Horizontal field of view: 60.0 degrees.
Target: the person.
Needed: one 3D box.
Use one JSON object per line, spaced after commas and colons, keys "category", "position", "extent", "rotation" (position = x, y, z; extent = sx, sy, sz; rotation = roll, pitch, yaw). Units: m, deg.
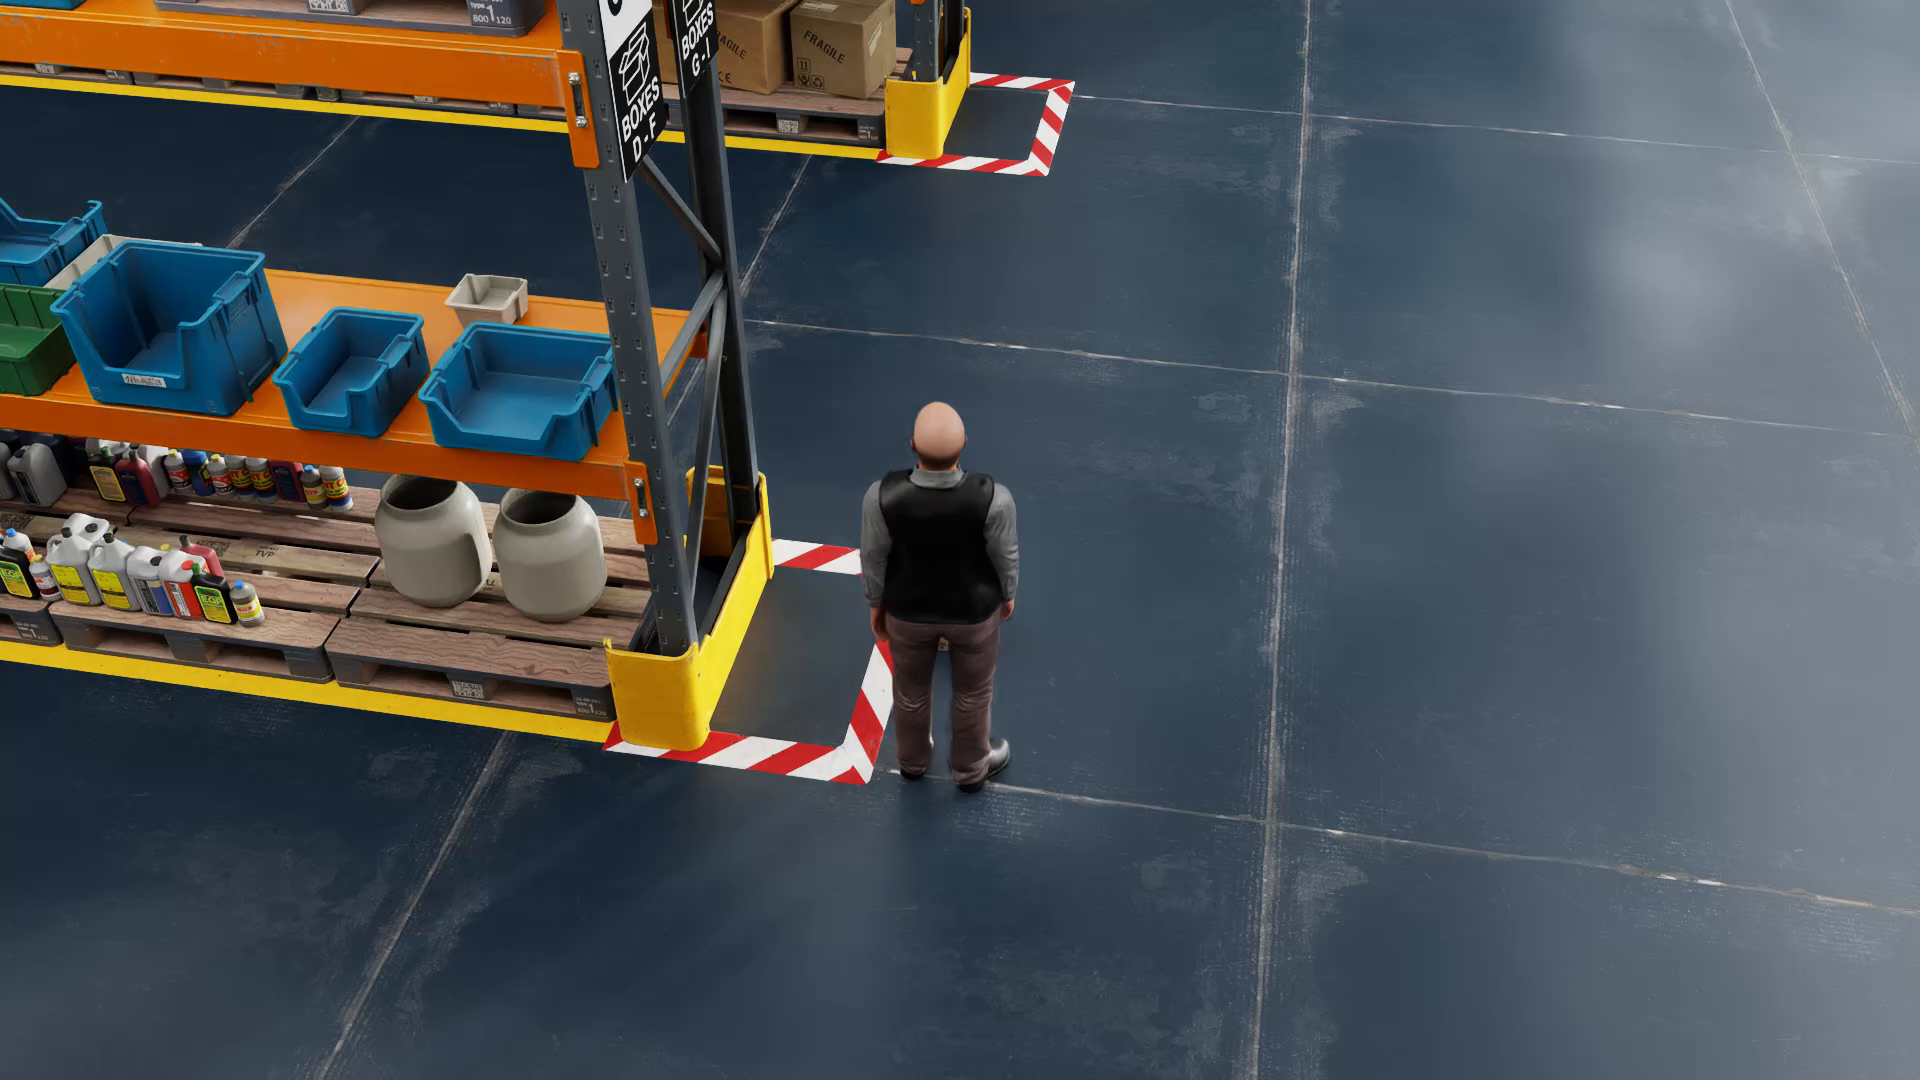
{"category": "person", "position": [-0.069, 0.209, 5.897], "extent": [0.546, 1.727, 0.407], "rotation": [2, 40, 2]}
